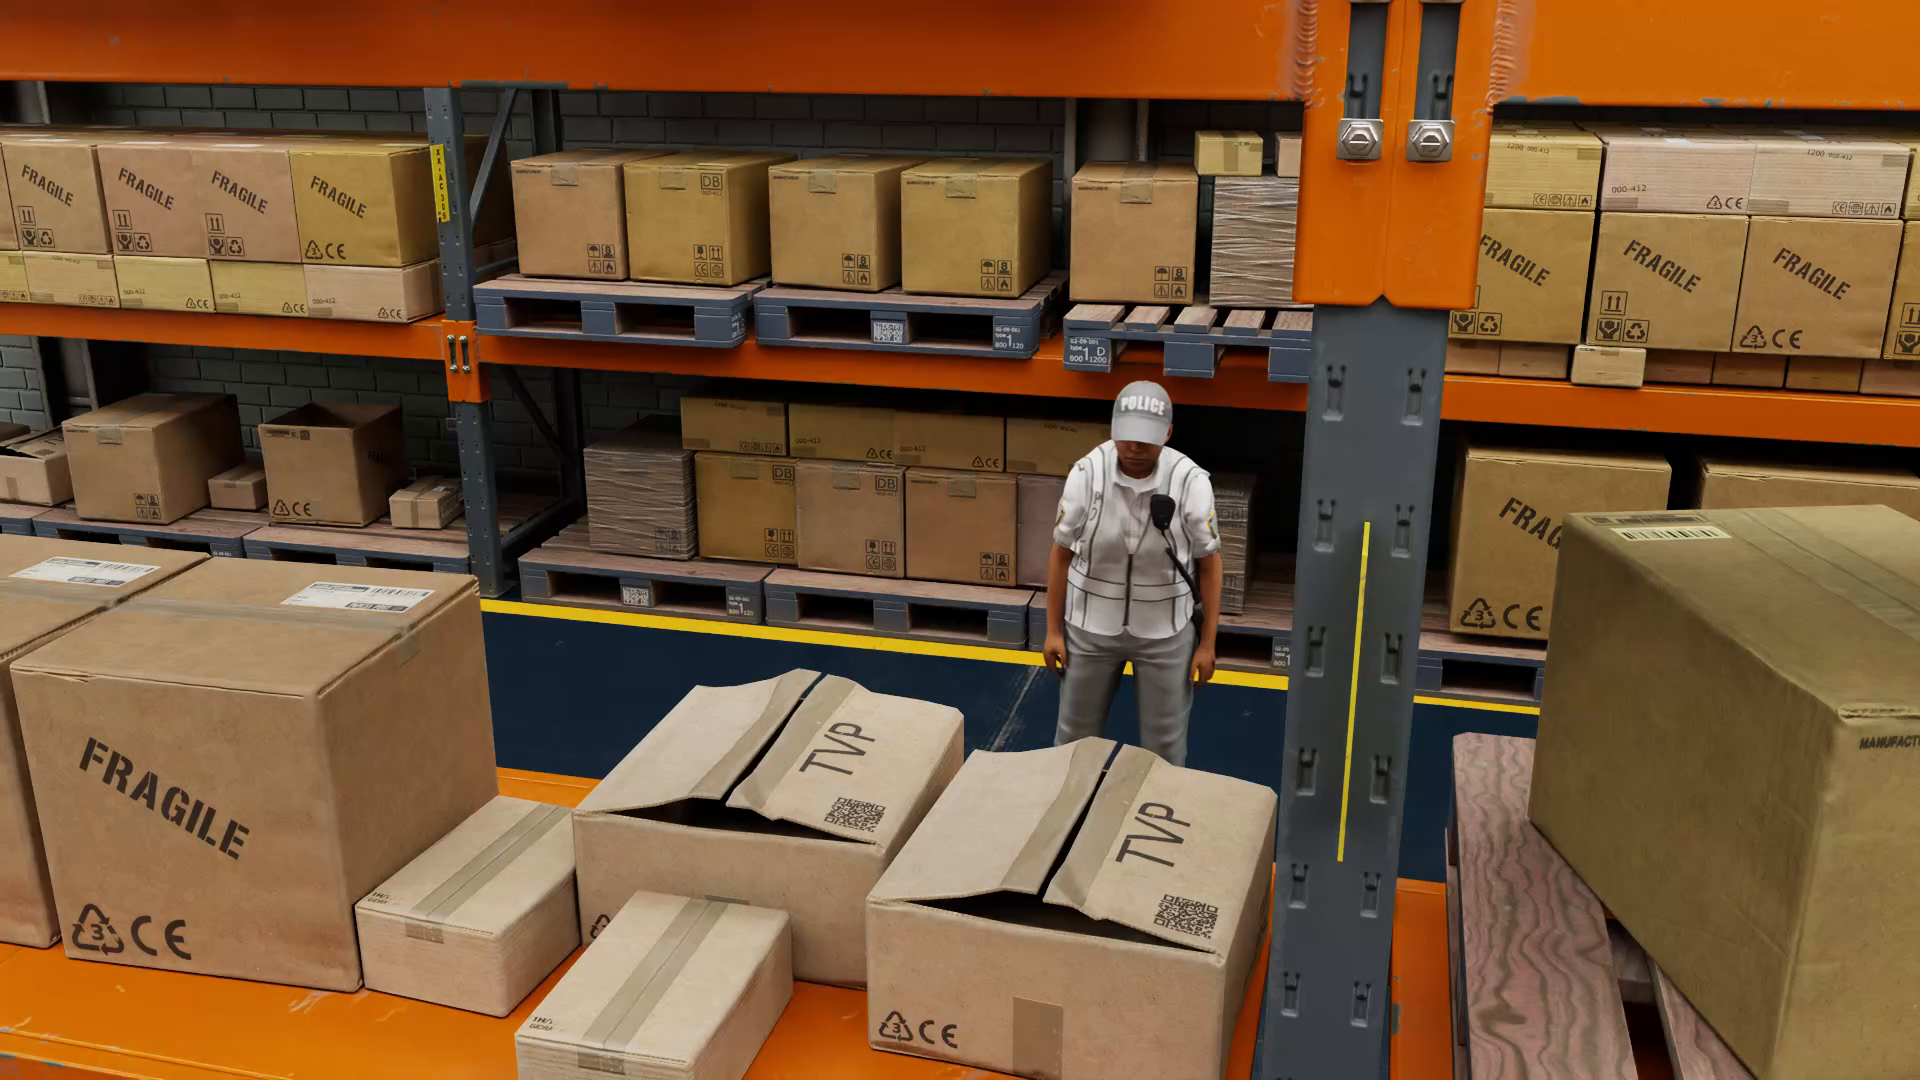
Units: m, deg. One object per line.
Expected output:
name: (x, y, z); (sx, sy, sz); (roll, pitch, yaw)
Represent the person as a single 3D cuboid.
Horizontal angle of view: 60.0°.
person: (0.511, 0.312, 5.110); (0.556, 1.666, 0.469); (4, 19, 12)
